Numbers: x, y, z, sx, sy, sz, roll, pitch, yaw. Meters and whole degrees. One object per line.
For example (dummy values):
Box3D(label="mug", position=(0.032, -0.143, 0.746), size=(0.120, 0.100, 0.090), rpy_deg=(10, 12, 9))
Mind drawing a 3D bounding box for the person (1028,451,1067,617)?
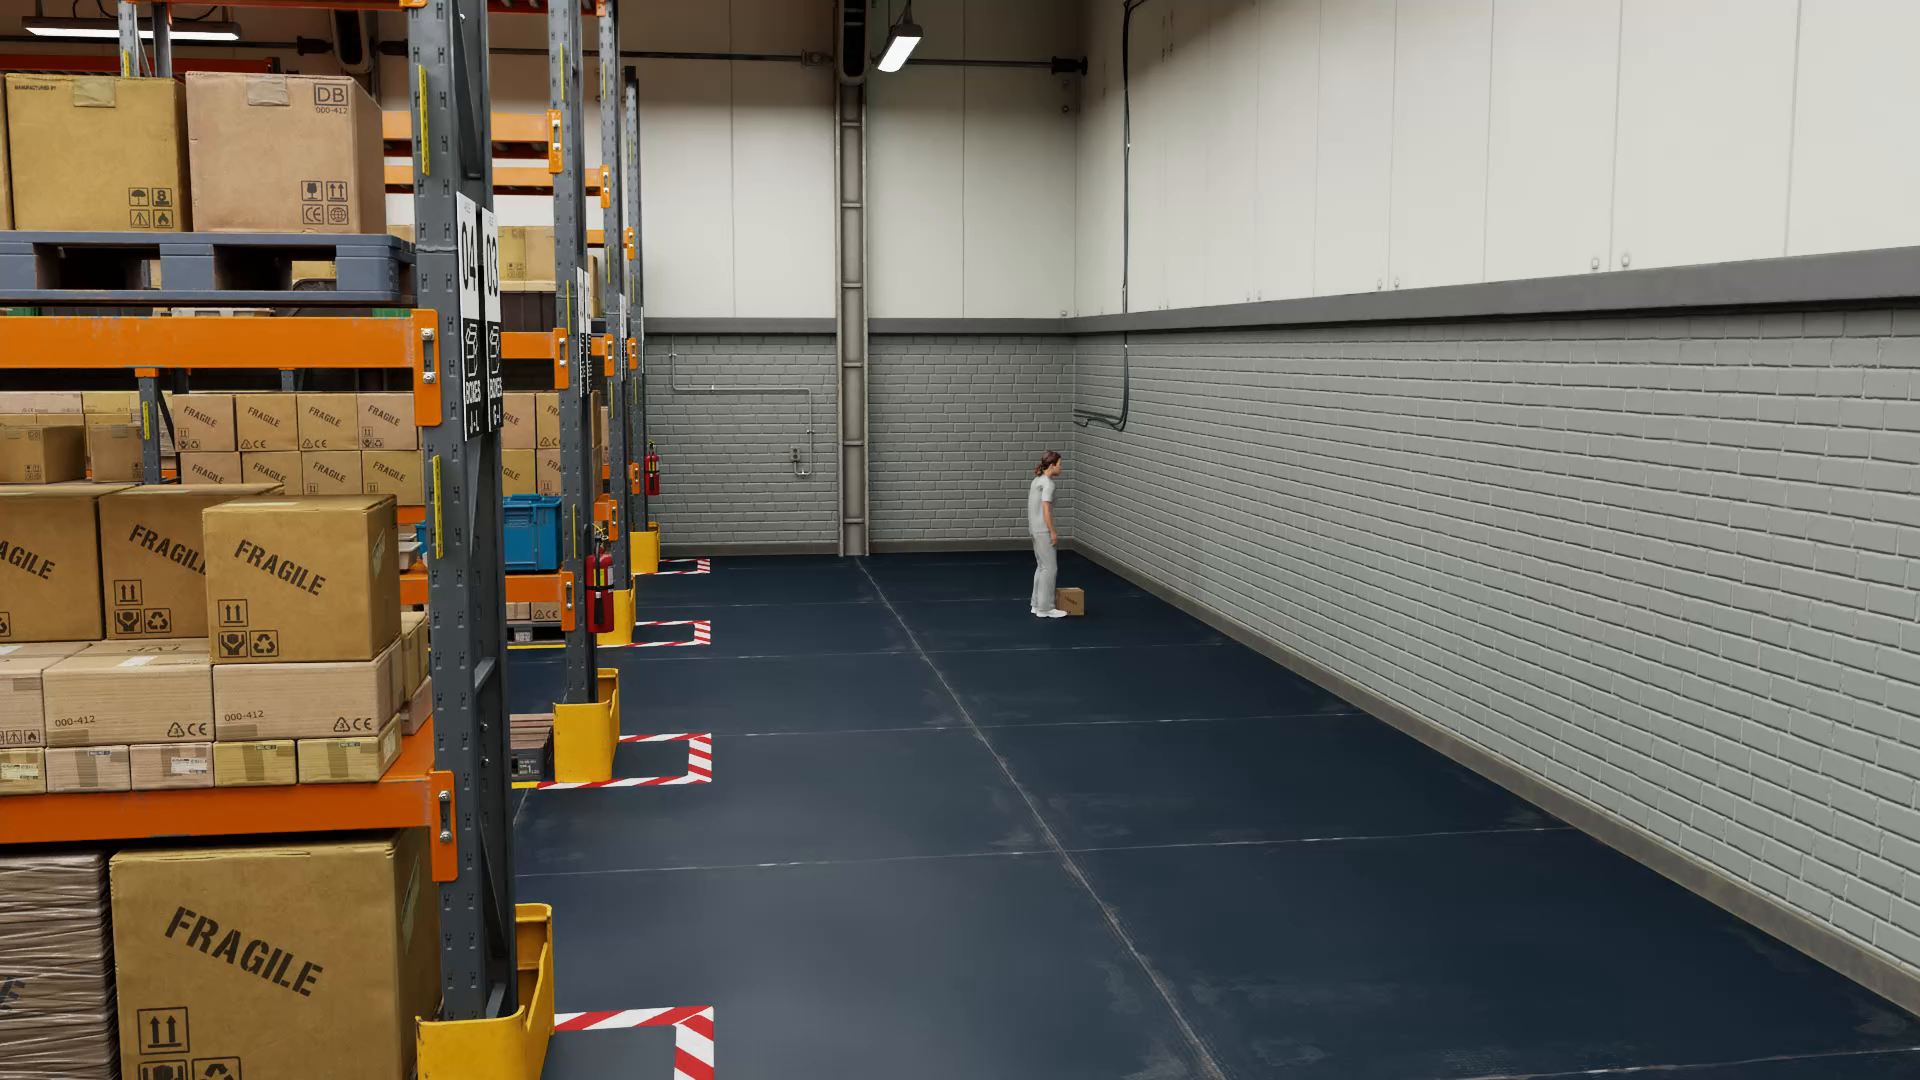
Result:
Box3D(label="person", position=(0.877, -0.070, 16.912), size=(0.356, 1.673, 0.487), rpy_deg=(-1, 7, -8))
